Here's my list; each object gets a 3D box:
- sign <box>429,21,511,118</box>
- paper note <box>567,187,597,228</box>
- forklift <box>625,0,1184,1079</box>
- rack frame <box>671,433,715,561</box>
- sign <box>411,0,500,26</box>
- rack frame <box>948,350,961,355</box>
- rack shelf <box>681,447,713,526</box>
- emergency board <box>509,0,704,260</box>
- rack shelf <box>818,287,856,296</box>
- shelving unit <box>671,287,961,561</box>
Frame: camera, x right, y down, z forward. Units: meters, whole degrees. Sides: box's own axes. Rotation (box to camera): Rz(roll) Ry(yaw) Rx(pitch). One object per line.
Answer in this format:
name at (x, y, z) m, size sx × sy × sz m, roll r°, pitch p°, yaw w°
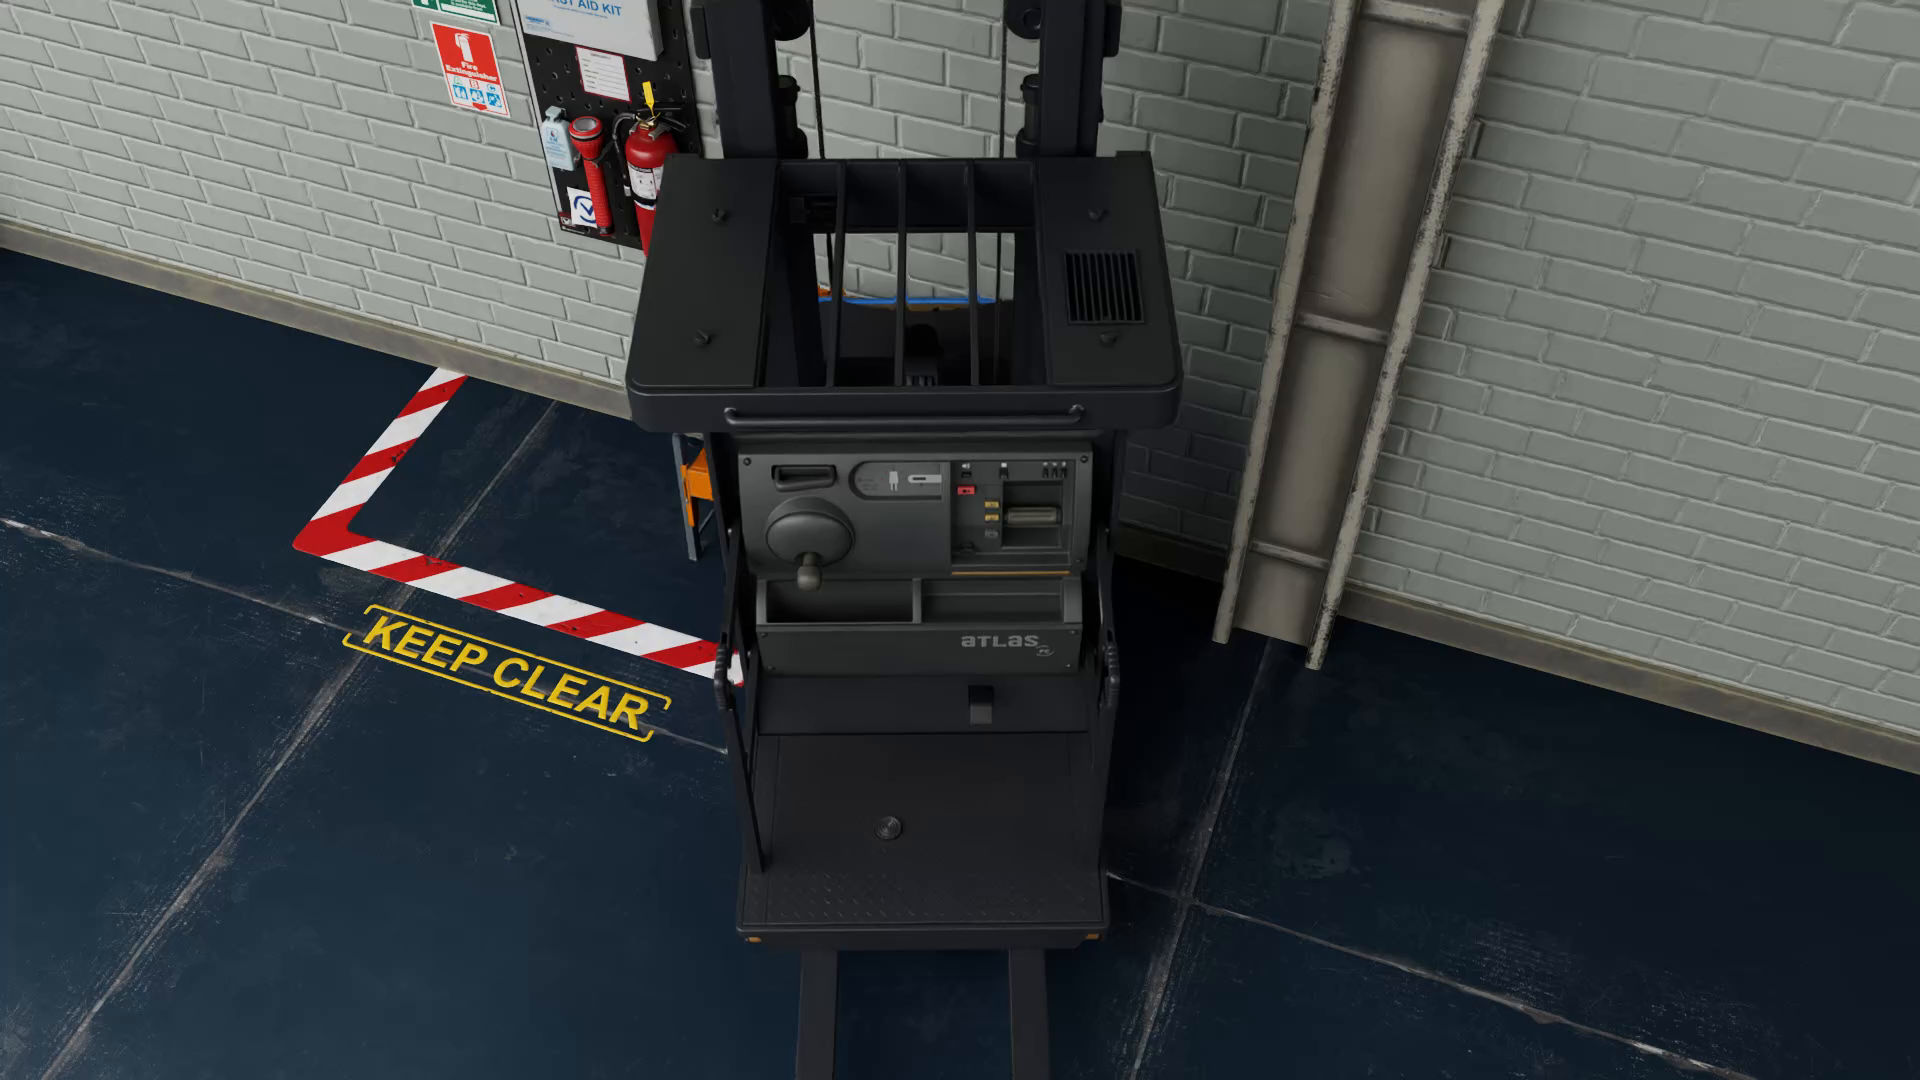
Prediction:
sign at (-1.653, -1.586, 5.616) m, size 0.234 × 0.329 × 0.001 m, roll 16°, pitch 51°, yaw 13°
paper note at (-1.312, -1.164, 5.856) m, size 0.142 × 0.148 × 0.016 m, roll 16°, pitch 51°, yaw 13°
forklift at (-0.112, 0.039, 4.276) m, size 1.130 × 2.935 × 3.031 m, roll 0°, pitch 49°, yaw 0°
rack frame at (-0.915, -0.504, 5.981) m, size 0.032 × 1.125 × 0.500 m, roll 12°, pitch 43°, yaw 14°
sign at (-1.652, -1.752, 5.410) m, size 0.331 × 0.109 × 0.001 m, roll 16°, pitch 51°, yaw 13°
rack frame at (0.052, -0.300, 5.743) m, size 0.032 × 1.125 × 0.500 m, roll 12°, pitch 43°, yaw 14°
rack shelf at (-0.430, -0.218, 6.023) m, size 1.000 × 0.278 × 0.538 m, roll 12°, pitch 43°, yaw 14°
emergency board at (-1.170, -1.357, 5.441) m, size 0.643 × 1.169 × 0.194 m, roll 16°, pitch 51°, yaw 13°
rack shelf at (-0.432, -0.623, 5.669) m, size 1.000 × 0.278 × 0.538 m, roll 12°, pitch 43°, yaw 14°
shelving unit at (-0.431, -0.402, 5.862) m, size 1.048 × 1.125 × 0.538 m, roll 12°, pitch 43°, yaw 14°
